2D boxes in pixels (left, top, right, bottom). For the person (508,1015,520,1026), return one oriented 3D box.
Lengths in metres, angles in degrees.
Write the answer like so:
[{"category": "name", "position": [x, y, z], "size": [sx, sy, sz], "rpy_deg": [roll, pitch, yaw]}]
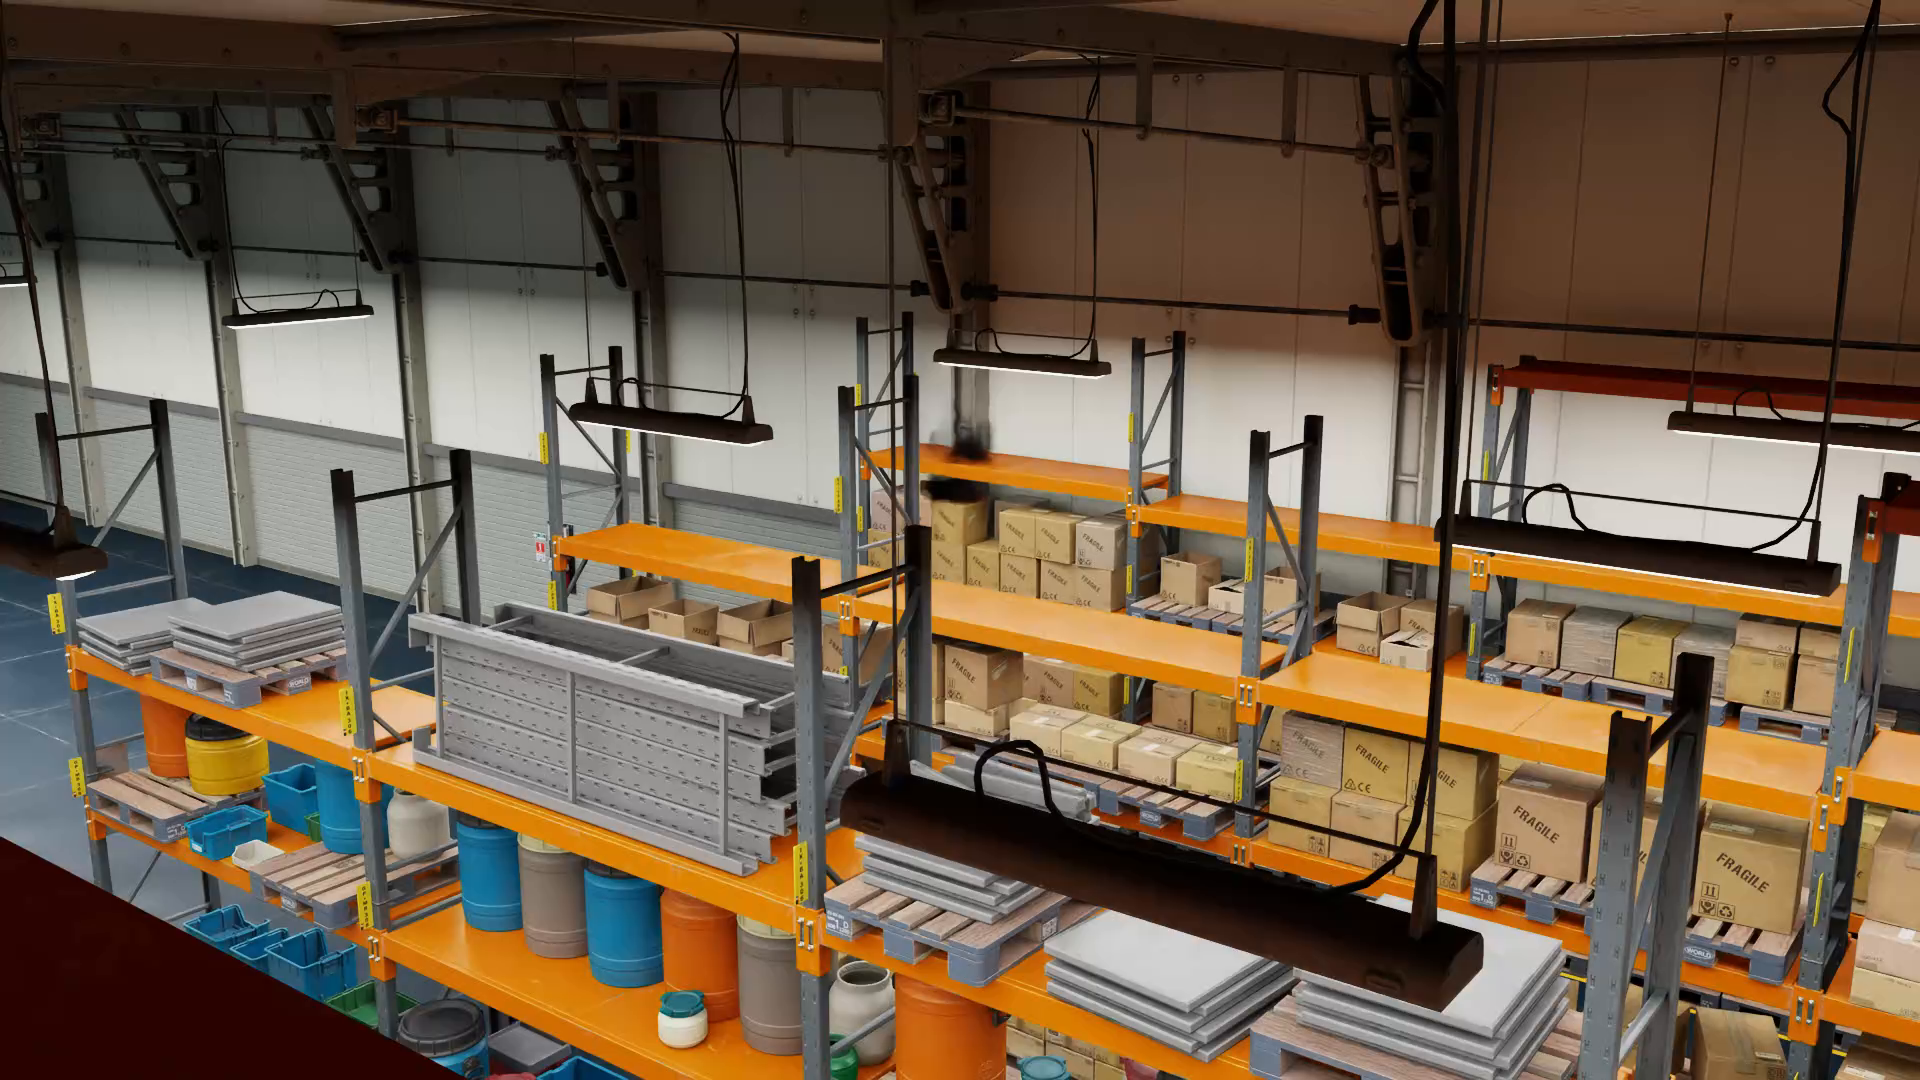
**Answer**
[{"category": "person", "position": [-3.700, 4.106, 14.076], "size": [0.535, 1.609, 0.605], "rpy_deg": [11, 17, 39]}]
